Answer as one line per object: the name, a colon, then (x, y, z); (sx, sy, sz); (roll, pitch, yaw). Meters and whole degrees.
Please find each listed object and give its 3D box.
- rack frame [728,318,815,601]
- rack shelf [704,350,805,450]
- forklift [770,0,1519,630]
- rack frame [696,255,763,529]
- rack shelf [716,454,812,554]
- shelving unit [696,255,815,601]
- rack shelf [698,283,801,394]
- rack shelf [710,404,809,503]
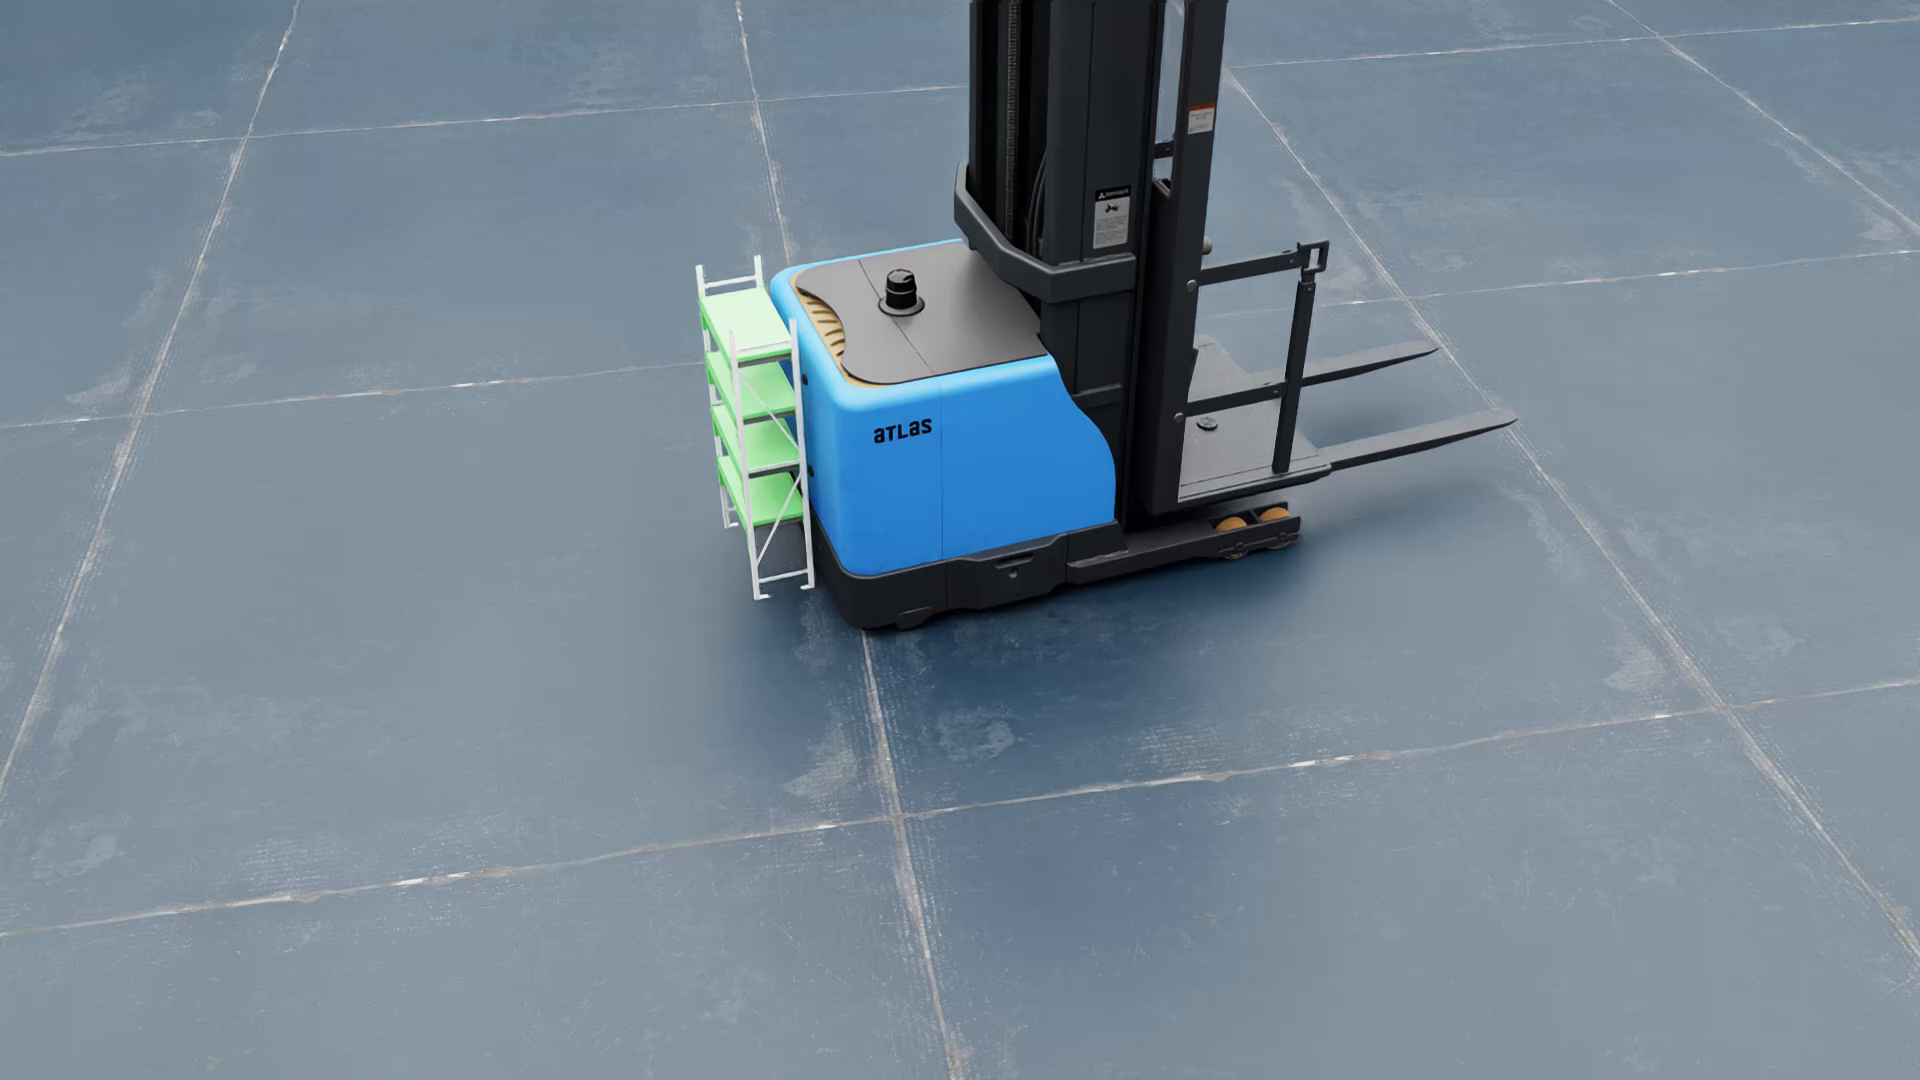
rack frame: (-0.684, -0.268, 6.117); (0.240, 1.200, 0.015); (-13, 40, -16)
rack shelf: (-0.768, -0.548, 6.190); (0.258, 0.148, 0.480); (-13, 40, -16)
forklift: (0.836, -1.373, 6.128); (3.031, 2.935, 1.130); (-13, 40, -16)
rack frame: (-0.851, -0.549, 6.479); (0.240, 1.200, 0.015); (-13, 40, -16)
rack shelf: (-0.768, -0.169, 6.484); (0.258, 0.148, 0.480); (-13, 40, -16)
shelving unit: (-0.768, -0.409, 6.298); (0.258, 1.200, 0.503); (-13, 40, -16)
rack shelf: (-0.768, -0.737, 6.042); (0.258, 0.148, 0.480); (-13, 40, -16)
rack shelf: (-0.768, -0.358, 6.337); (0.258, 0.148, 0.480); (-13, 40, -16)
